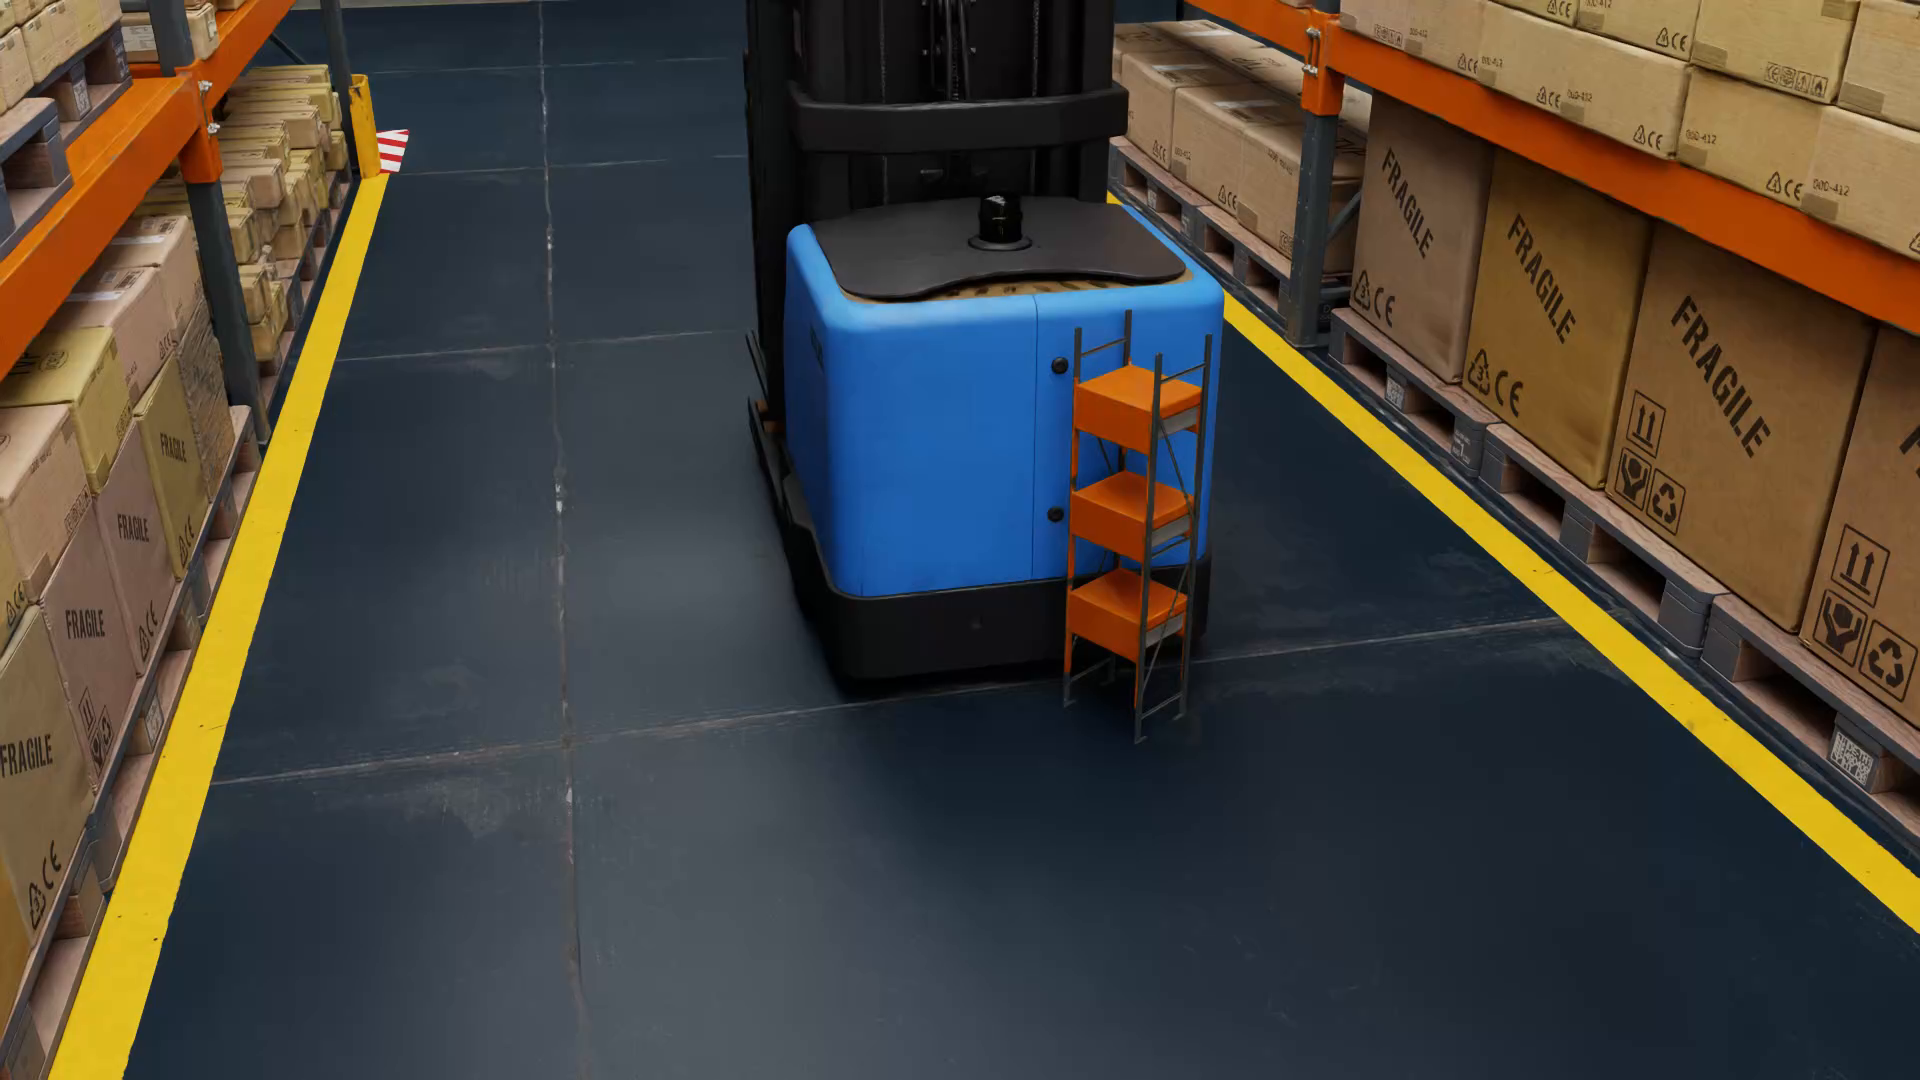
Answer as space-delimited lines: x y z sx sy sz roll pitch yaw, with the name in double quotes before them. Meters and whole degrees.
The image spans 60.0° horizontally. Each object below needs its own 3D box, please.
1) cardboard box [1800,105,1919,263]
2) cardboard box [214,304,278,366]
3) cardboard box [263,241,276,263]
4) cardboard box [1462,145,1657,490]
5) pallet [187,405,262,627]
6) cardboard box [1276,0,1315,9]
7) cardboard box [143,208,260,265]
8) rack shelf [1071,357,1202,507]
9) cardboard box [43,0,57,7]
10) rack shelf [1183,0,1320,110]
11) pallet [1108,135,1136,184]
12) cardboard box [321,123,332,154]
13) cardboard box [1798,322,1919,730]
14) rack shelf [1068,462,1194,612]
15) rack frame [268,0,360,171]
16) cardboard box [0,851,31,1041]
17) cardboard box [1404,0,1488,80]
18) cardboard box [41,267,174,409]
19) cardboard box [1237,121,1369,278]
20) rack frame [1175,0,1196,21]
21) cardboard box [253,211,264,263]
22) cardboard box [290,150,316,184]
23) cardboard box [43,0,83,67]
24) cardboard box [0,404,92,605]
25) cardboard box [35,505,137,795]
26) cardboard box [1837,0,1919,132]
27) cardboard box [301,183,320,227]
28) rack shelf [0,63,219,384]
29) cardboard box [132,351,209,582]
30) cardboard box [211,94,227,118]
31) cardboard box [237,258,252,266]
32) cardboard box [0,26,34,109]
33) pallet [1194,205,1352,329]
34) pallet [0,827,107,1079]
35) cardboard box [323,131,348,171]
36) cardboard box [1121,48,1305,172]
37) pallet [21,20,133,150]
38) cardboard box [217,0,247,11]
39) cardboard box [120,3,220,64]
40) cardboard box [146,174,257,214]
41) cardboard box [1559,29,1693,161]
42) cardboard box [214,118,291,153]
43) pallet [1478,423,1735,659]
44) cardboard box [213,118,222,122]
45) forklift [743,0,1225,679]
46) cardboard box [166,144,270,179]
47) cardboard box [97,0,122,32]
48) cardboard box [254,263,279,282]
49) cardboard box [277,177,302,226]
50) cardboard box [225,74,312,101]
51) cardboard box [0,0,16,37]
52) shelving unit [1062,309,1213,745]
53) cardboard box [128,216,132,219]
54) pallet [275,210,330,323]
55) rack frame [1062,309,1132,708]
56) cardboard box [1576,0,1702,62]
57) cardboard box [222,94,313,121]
"cardboard box" 2.245 -0.785 3.643 0.500 0.250 0.500 -5 27 -11
"cardboard box" -2.728 -0.750 6.105 0.380 0.149 0.250 -7 28 -14
"cardboard box" -3.095 -1.192 6.980 0.380 0.149 0.250 -7 28 -14
"cardboard box" 2.270 -0.769 5.337 0.875 0.875 0.875 -5 27 -10
"pallet" -2.782 -0.056 5.127 1.003 0.211 1.213 -6 27 -12
"cardboard box" 1.487 -2.412 6.589 0.500 0.500 0.500 -6 27 -11
"cardboard box" -2.839 -1.122 6.182 0.380 0.149 0.250 -5 27 -9
"rack shelf" 0.429 -0.264 4.002 0.215 0.259 0.240 -24 35 -39
"cardboard box" -2.563 -1.472 4.319 0.380 0.149 0.250 -5 27 -9
"rack shelf" 1.390 -2.747 8.161 1.077 0.370 4.000 -6 27 -12
"pallet" 1.196 -2.358 9.687 1.003 0.211 1.213 -6 27 -12
"cardboard box" -3.345 -2.016 8.282 0.380 0.149 0.250 -7 28 -14
"cardboard box" 2.668 0.016 3.782 0.875 0.875 0.875 -6 27 -12
"rack shelf" 0.429 -0.011 4.129 0.215 0.259 0.240 -24 35 -39
"rack frame" -3.860 -3.399 8.655 1.000 3.000 0.127 -6 27 -12
"cardboard box" -1.968 0.705 2.832 0.500 0.500 0.500 -7 28 -14
"cardboard box" 1.801 -1.676 5.408 0.500 0.250 0.500 -7 28 -13
"cardboard box" -2.442 -0.521 4.429 0.500 0.250 0.500 -5 27 -9
"cardboard box" 1.804 -1.520 7.310 0.875 0.438 0.875 -6 27 -12
"rack frame" 0.940 -3.946 9.739 1.000 3.000 0.127 -6 27 -12
"cardboard box" -3.021 -1.206 6.678 0.380 0.149 0.250 -7 28 -14
"cardboard box" -3.176 -1.675 7.608 0.380 0.149 0.250 -5 27 -9
"cardboard box" -2.563 -1.340 4.389 0.380 0.149 0.250 -6 27 -12
"cardboard box" -2.190 -0.062 3.519 0.500 0.250 0.500 -6 27 -11
"cardboard box" -2.205 0.260 3.714 0.500 0.500 0.500 -7 28 -13
"cardboard box" 2.267 -1.002 3.517 0.500 0.250 0.500 -7 28 -13
"cardboard box" -3.177 -1.542 7.673 0.380 0.149 0.250 -5 27 -11
"rack shelf" -2.508 -0.444 3.598 1.077 0.370 4.000 -6 27 -12
"cardboard box" -2.431 -0.190 4.605 0.500 0.500 0.500 -7 28 -13
"cardboard box" -3.894 -2.206 8.329 0.380 0.149 0.250 -5 27 -11
"cardboard box" -2.873 -0.984 6.238 0.380 0.149 0.250 -6 27 -11
"cardboard box" -2.439 -1.109 3.930 0.380 0.149 0.250 -7 28 -14
"pallet" 1.746 -1.287 7.565 1.003 0.211 1.213 -6 27 -12
"pallet" -2.232 1.015 3.005 1.003 0.211 1.213 -6 27 -12
"cardboard box" -3.382 -2.001 8.584 0.380 0.149 0.250 -5 27 -10
"cardboard box" 1.400 -2.309 8.873 0.875 0.438 0.875 -5 27 -10
"pallet" -2.928 -1.207 4.525 1.003 0.211 1.213 -6 27 -12
"cardboard box" -2.994 -2.143 6.446 0.380 0.149 0.250 -5 27 -11
"cardboard box" -2.704 -1.688 5.545 0.380 0.149 0.250 -5 27 -10
"cardboard box" -3.025 -1.341 6.615 0.380 0.149 0.250 -7 28 -13
"cardboard box" 2.005 -1.229 4.522 0.500 0.250 0.500 -6 27 -12
"cardboard box" -3.249 -1.796 7.517 0.380 0.149 0.250 -7 28 -13
"pallet" 2.367 -0.077 5.169 1.003 0.211 1.213 -6 27 -12
"cardboard box" -3.844 -1.966 8.184 0.380 0.149 0.250 -6 27 -11
"forklift" -0.136 -1.586 5.139 1.130 2.935 3.031 -6 27 -11
"cardboard box" -3.145 -1.572 7.073 0.380 0.149 0.250 -7 28 -14
"cardboard box" -2.677 -1.564 4.832 0.380 0.149 0.250 -7 28 -13
"cardboard box" -2.895 -0.971 6.542 0.380 0.149 0.250 -6 27 -12
"cardboard box" -3.056 -1.446 7.155 0.380 0.149 0.250 -6 27 -12
"cardboard box" -3.493 -2.256 8.429 0.380 0.149 0.250 -5 27 -11
"cardboard box" -2.440 -1.238 3.856 0.380 0.149 0.250 -7 28 -14
"shelving unit" 0.429 -0.020 4.125 0.215 1.050 0.252 -24 35 -39
"cardboard box" -3.434 -1.291 6.517 0.380 0.149 0.250 -5 27 -10
"pallet" -3.423 -1.226 7.444 1.003 0.211 1.213 -6 27 -12
"rack frame" 0.343 -0.059 4.202 0.200 1.050 0.008 -24 35 -39
"cardboard box" 2.014 -1.452 4.410 0.500 0.250 0.500 -7 28 -13
"cardboard box" -3.315 -2.035 7.991 0.380 0.149 0.250 -7 28 -14
